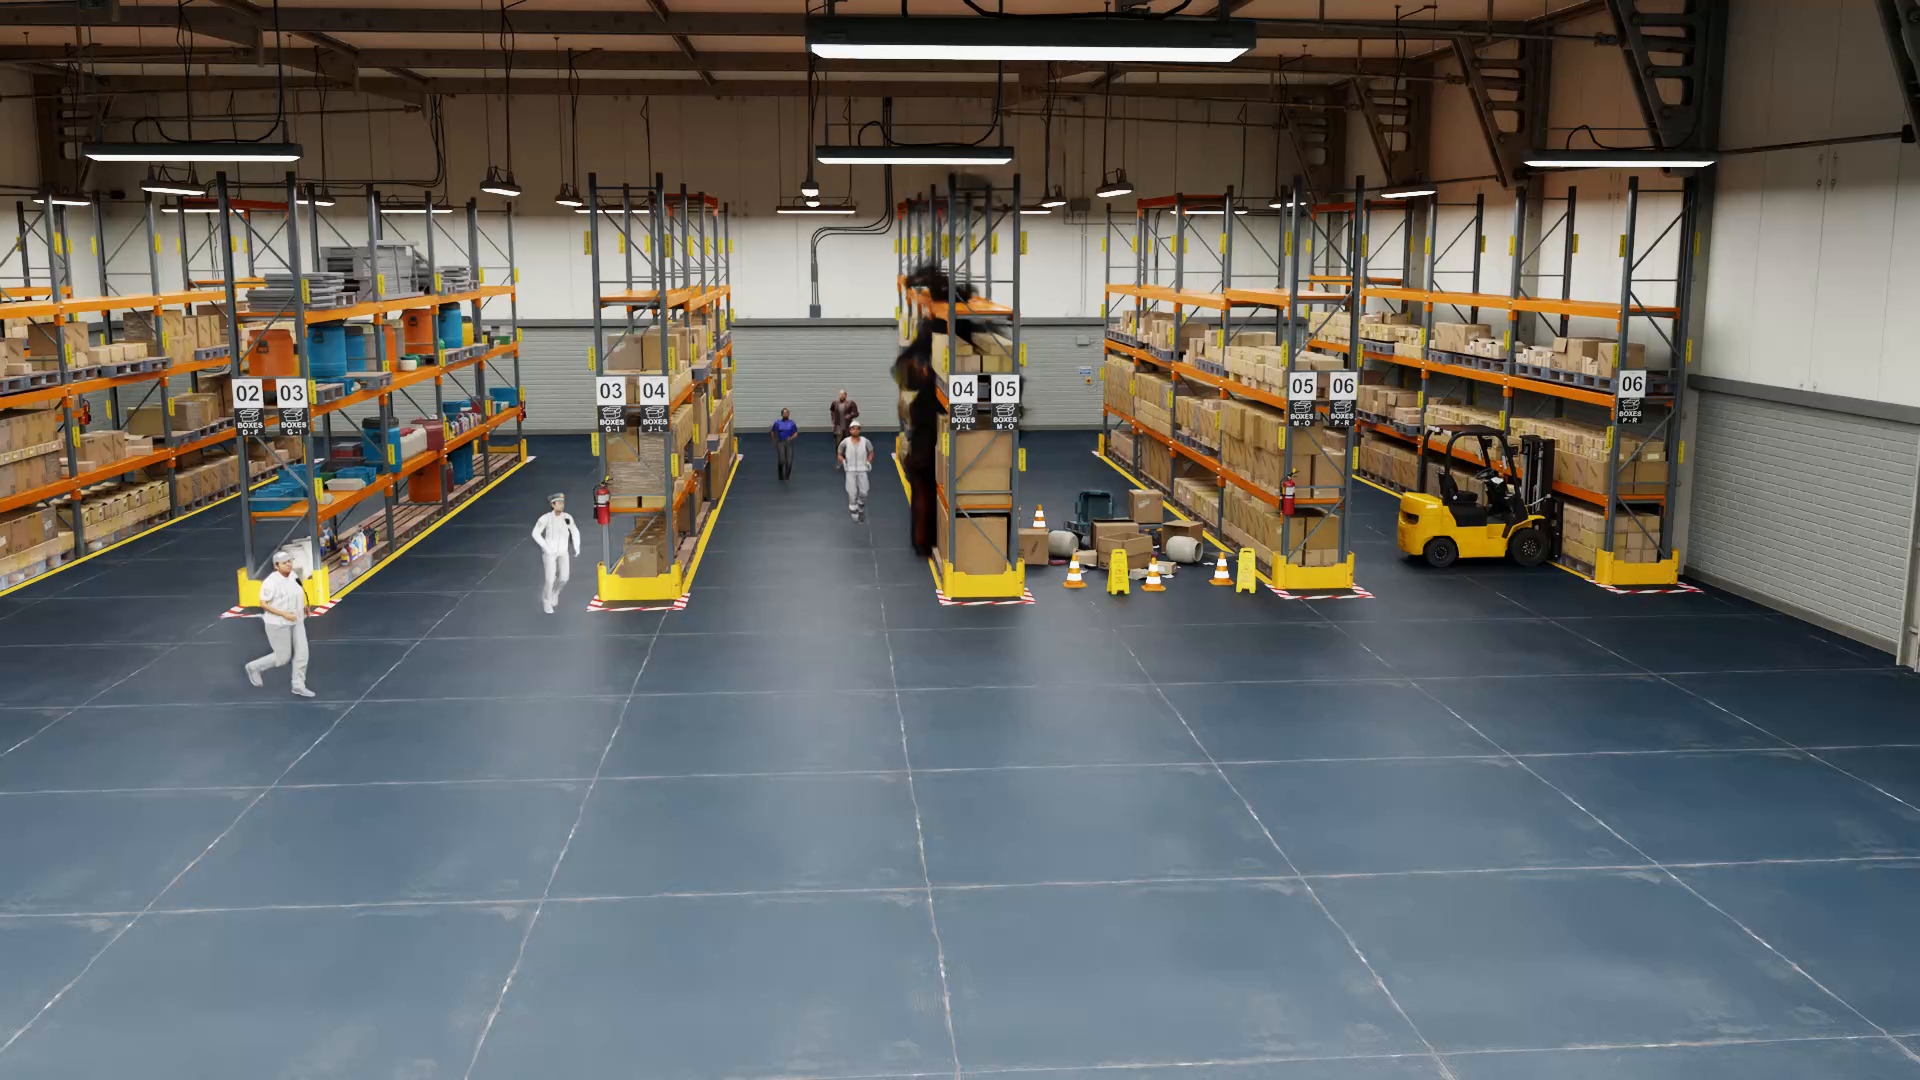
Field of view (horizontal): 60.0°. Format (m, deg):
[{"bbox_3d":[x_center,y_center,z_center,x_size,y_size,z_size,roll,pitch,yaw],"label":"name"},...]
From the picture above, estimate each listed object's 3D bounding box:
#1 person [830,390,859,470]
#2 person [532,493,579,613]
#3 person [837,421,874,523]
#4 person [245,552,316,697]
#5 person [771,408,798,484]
[{"bbox_3d":[-2.636,-2.479,37.885,0.682,1.763,0.827,0,10,3],"label":"person"},{"bbox_3d":[-5.549,0.177,23.001,0.690,1.651,0.473,-6,12,-30],"label":"person"},{"bbox_3d":[-1.774,-1.154,28.525,0.649,1.758,0.565,-1,10,-8],"label":"person"},{"bbox_3d":[-7.641,0.942,18.737,0.767,1.663,0.613,4,11,19],"label":"person"},{"bbox_3d":[-3.705,-1.970,35.232,0.561,1.603,0.561,-2,10,-11],"label":"person"}]
